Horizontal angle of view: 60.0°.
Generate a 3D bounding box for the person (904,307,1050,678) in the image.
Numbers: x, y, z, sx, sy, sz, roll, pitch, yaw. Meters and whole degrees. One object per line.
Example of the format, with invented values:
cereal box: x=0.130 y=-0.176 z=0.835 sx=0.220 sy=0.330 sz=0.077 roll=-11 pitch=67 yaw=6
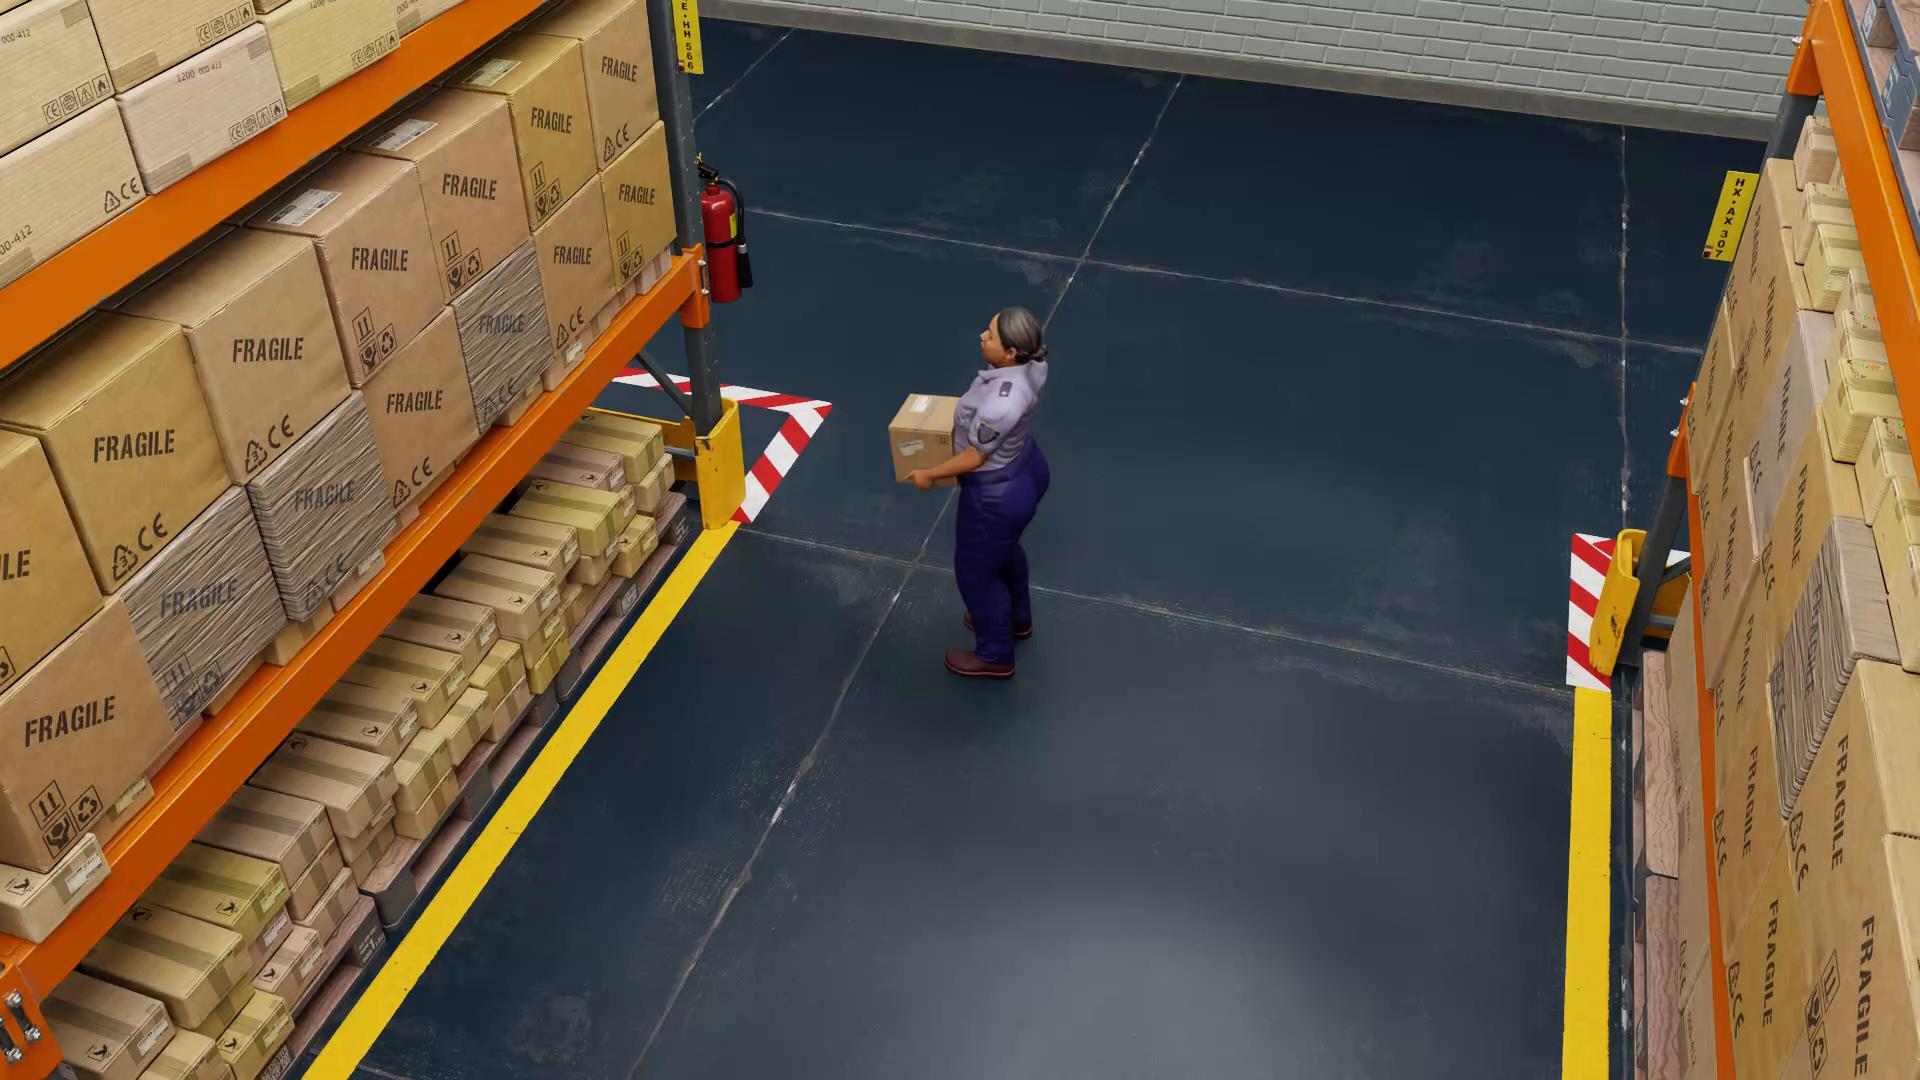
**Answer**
person: x=0.071 y=-0.201 z=6.442 sx=0.518 sy=1.628 sz=0.452 roll=11 pitch=39 yaw=14
